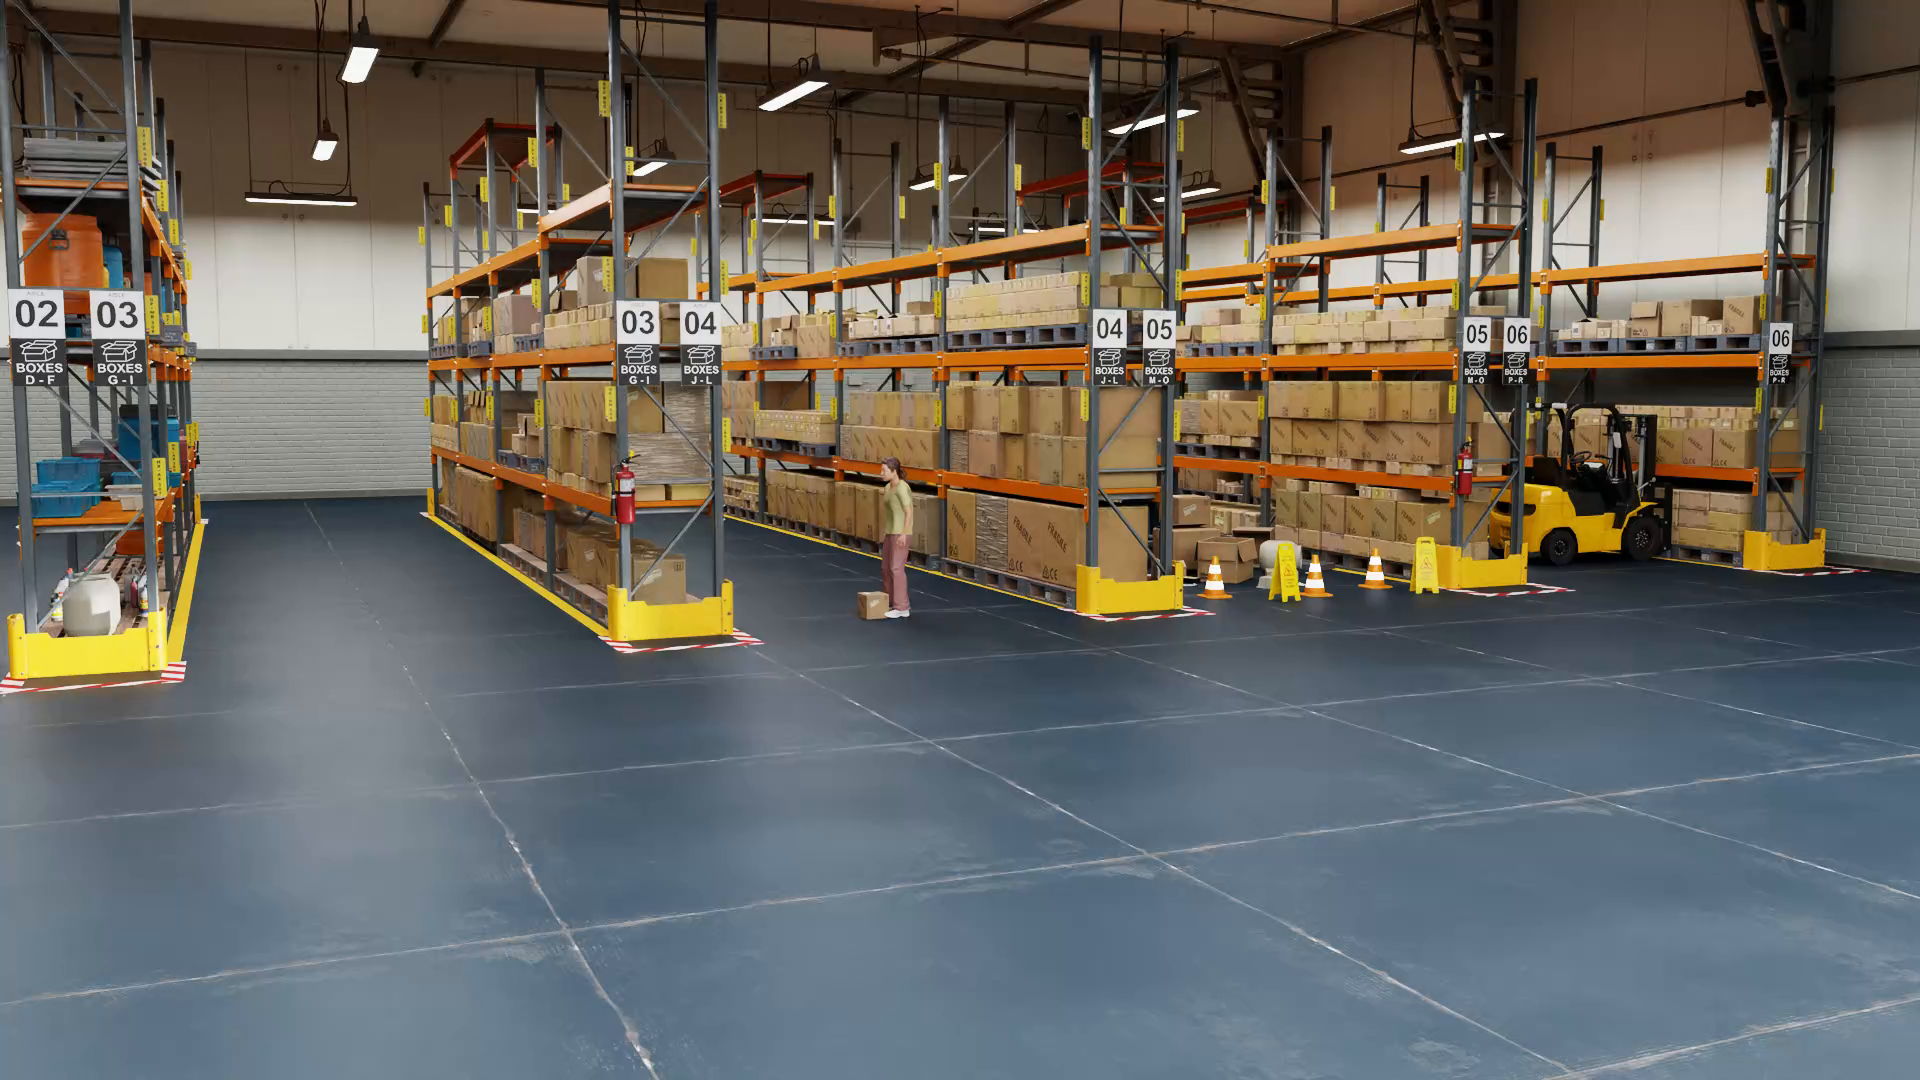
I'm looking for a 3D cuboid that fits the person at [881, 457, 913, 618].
[{"bbox_3d":[-0.683,-0.038,17.364,0.365,1.672,0.497,-3,6,-25],"label":"person"}]
